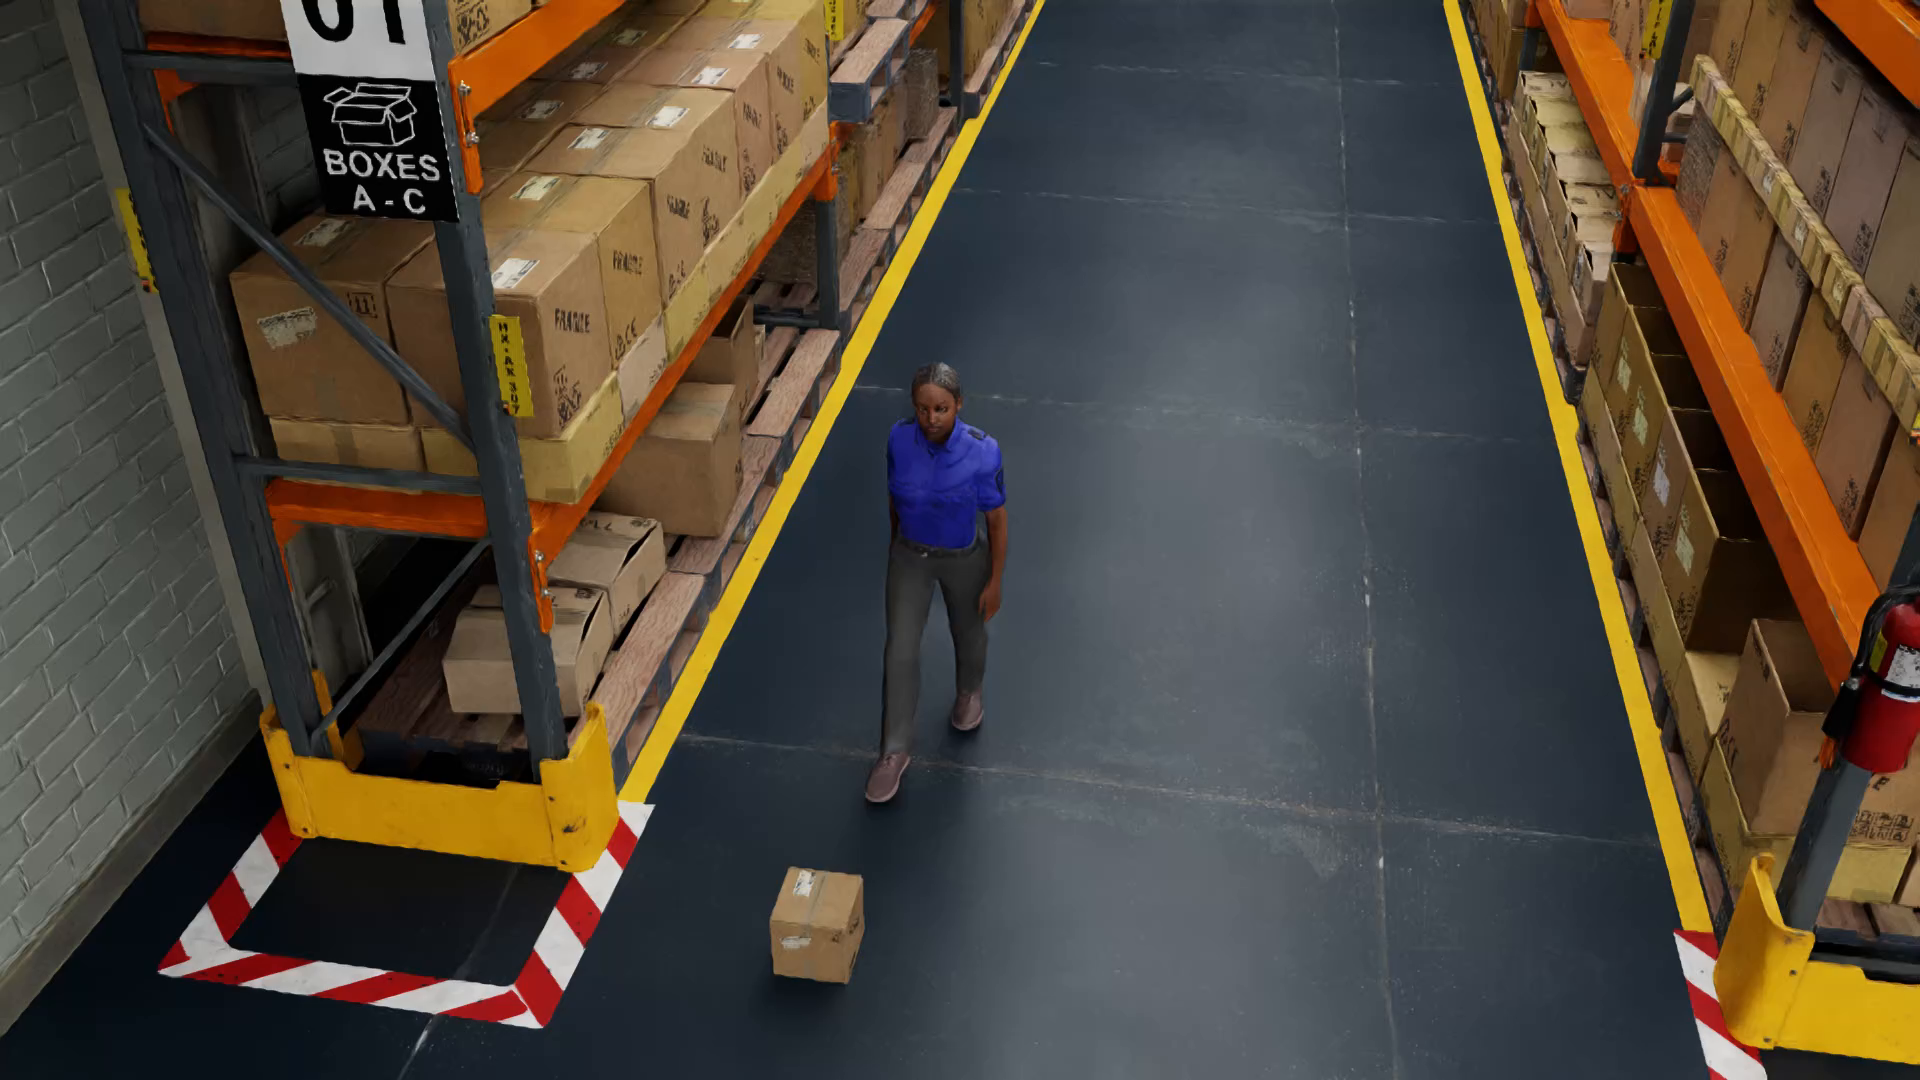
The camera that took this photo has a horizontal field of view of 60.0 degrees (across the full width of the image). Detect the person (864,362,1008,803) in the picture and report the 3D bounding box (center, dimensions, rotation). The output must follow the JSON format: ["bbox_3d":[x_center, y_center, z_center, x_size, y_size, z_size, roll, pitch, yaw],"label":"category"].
[{"bbox_3d":[-0.068,0.113,5.954,0.471,1.623,0.796,7,33,11],"label":"person"}]
